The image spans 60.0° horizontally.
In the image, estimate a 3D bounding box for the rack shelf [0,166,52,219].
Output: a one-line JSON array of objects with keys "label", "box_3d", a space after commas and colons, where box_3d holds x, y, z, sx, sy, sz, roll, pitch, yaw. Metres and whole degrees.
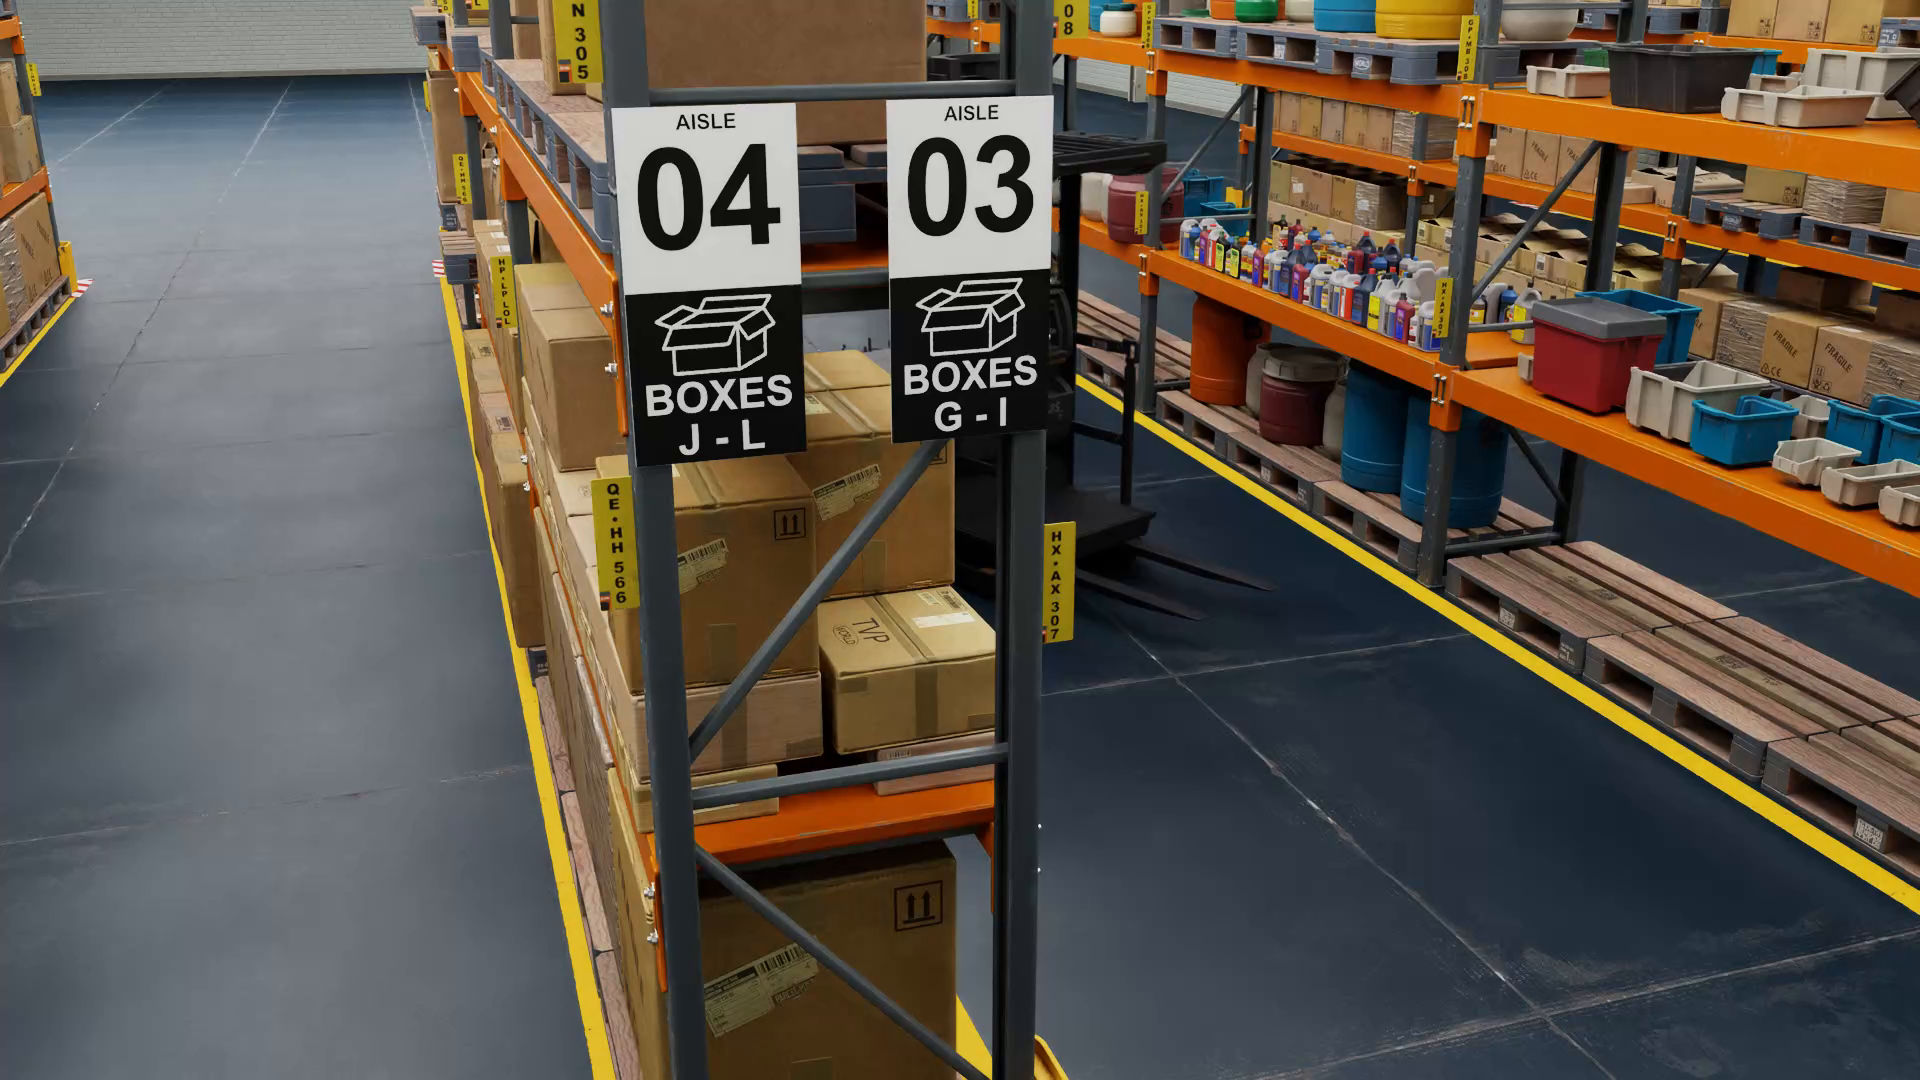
[{"label": "rack shelf", "box_3d": [-9.423, -3.046, 15.525, 1.077, 0.370, 4.000, -6, 21, -17]}]

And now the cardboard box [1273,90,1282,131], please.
[{"label": "cardboard box", "box_3d": [4.229, -5.469, 21.056, 0.700, 0.500, 0.500, -6, 21, -17]}]

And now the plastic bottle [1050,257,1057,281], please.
[{"label": "plastic bottle", "box_3d": [0.964, -2.836, 17.260, 0.097, 0.271, 0.097, 0, 20, 0]}]

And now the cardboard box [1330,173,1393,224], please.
[{"label": "cardboard box", "box_3d": [4.692, -3.993, 19.433, 0.500, 0.500, 0.500, -6, 21, -17]}]

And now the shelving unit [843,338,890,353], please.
[{"label": "shelving unit", "box_3d": [-0.584, -0.796, 11.061, 0.215, 1.050, 0.252, 11, 22, 38]}]

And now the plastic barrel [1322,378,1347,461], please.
[{"label": "plastic barrel", "box_3d": [2.693, -0.818, 11.315, 0.421, 0.512, 0.421, 0, 20, 0]}]

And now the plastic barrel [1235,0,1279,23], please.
[{"label": "plastic barrel", "box_3d": [2.020, -3.652, 11.318, 0.294, 0.245, 0.294, 0, 20, 0]}]

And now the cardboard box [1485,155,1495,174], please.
[{"label": "cardboard box", "box_3d": [5.436, -3.865, 17.111, 0.380, 0.149, 0.250, -6, 21, -17]}]

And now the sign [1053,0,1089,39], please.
[{"label": "sign", "box_3d": [0.247, -1.304, 3.763, 0.100, 0.325, 0.005, -6, 21, -17]}]

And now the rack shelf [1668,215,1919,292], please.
[{"label": "rack shelf", "box_3d": [7.238, -2.025, 12.681, 1.077, 0.370, 4.000, -6, 21, -17]}]

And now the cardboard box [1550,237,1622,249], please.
[{"label": "cardboard box", "box_3d": [6.230, -2.869, 16.583, 0.500, 0.311, 0.500, -7, 21, -18]}]

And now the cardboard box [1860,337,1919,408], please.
[{"label": "cardboard box", "box_3d": [7.135, -1.201, 12.370, 0.500, 0.500, 0.500, -6, 21, -17]}]

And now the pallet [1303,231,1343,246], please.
[{"label": "pallet", "box_3d": [4.754, -3.629, 20.207, 1.003, 0.211, 1.213, -6, 21, -17]}]

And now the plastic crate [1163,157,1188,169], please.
[{"label": "plastic crate", "box_3d": [1.688, -3.062, 14.408, 0.402, 0.464, 0.583, -6, 21, -17]}]

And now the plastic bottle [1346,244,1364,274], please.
[{"label": "plastic bottle", "box_3d": [2.718, -1.900, 11.440, 0.061, 0.283, 0.133, -6, 21, -17]}]

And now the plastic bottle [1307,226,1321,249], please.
[{"label": "plastic bottle", "box_3d": [2.590, -2.160, 12.183, 0.097, 0.271, 0.097, 0, 20, 0]}]

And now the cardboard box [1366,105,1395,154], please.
[{"label": "cardboard box", "box_3d": [5.034, -4.646, 18.768, 0.700, 0.500, 0.500, -7, 21, -18]}]

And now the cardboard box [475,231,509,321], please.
[{"label": "cardboard box", "box_3d": [-2.738, -1.651, 10.428, 0.500, 0.500, 0.500, -7, 21, -19]}]

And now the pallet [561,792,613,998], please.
[{"label": "pallet", "box_3d": [-0.987, 1.286, 6.523, 1.003, 0.211, 1.213, -6, 21, -17]}]

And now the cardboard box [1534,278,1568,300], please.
[{"label": "cardboard box", "box_3d": [5.892, -2.379, 16.048, 0.500, 0.250, 0.500, -6, 21, -16]}]

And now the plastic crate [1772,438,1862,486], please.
[{"label": "plastic crate", "box_3d": [3.693, -0.334, 7.211, 0.298, 0.136, 0.250, -6, 21, -17]}]

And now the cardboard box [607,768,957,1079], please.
[{"label": "cardboard box", "box_3d": [-0.559, 1.219, 5.109, 0.875, 0.875, 0.875, -6, 21, -17]}]

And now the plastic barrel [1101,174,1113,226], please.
[{"label": "plastic barrel", "box_3d": [1.379, -2.840, 13.722, 0.421, 0.512, 0.421, 0, 20, 0]}]

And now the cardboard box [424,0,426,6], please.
[{"label": "cardboard box", "box_3d": [-5.237, -5.516, 17.120, 0.500, 0.250, 0.500, -7, 21, -18]}]

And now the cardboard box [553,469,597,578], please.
[{"label": "cardboard box", "box_3d": [-1.173, -0.077, 5.974, 0.500, 0.250, 0.500, -6, 21, -17]}]

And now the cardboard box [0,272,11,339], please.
[{"label": "cardboard box", "box_3d": [-8.925, -2.150, 14.487, 0.875, 0.875, 0.875, -6, 21, -16]}]

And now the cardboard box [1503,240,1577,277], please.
[{"label": "cardboard box", "box_3d": [5.730, -2.804, 16.403, 0.500, 0.311, 0.500, -6, 21, -16]}]

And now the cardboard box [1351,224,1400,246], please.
[{"label": "cardboard box", "box_3d": [4.851, -3.480, 19.114, 0.500, 0.250, 0.500, -6, 21, -17]}]

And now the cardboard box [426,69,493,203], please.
[{"label": "cardboard box", "box_3d": [-3.937, -3.448, 14.070, 1.000, 1.000, 1.000, -6, 21, -17]}]

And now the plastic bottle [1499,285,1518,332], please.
[{"label": "plastic bottle", "box_3d": [3.326, -1.408, 10.091, 0.097, 0.271, 0.097, 0, 20, 0]}]

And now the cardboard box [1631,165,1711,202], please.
[{"label": "cardboard box", "box_3d": [6.512, -3.271, 15.218, 0.500, 0.311, 0.500, -7, 21, -18]}]

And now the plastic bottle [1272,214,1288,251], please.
[{"label": "plastic bottle", "box_3d": [2.438, -2.341, 12.669, 0.061, 0.283, 0.133, -6, 21, -17]}]

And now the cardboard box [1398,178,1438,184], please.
[{"label": "cardboard box", "box_3d": [5.339, -3.887, 19.139, 0.500, 0.500, 0.500, -6, 21, -17]}]

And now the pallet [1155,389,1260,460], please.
[{"label": "pallet", "box_3d": [2.193, -0.919, 12.664, 1.003, 0.211, 1.213, -6, 21, -17]}]

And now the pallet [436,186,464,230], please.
[{"label": "pallet", "box_3d": [-3.952, -2.887, 14.300, 1.003, 0.211, 1.213, -6, 21, -17]}]

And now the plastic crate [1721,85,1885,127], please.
[{"label": "plastic crate", "box_3d": [3.535, -1.838, 7.048, 0.437, 0.136, 0.530, -6, 21, -17]}]

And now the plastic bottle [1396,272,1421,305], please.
[{"label": "plastic bottle", "box_3d": [2.700, -1.449, 10.087, 0.144, 0.351, 0.185, -6, 21, -17]}]

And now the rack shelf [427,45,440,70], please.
[{"label": "rack shelf", "box_3d": [-4.682, -4.953, 16.395, 1.077, 0.370, 4.000, -6, 21, -17]}]

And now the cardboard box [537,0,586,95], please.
[{"label": "cardboard box", "box_3d": [-1.042, -1.773, 5.562, 0.700, 0.500, 0.500, -5, 20, -15]}]

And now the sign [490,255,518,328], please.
[{"label": "sign", "box_3d": [-2.051, -1.117, 7.494, 0.100, 0.325, 0.005, -6, 21, -17]}]

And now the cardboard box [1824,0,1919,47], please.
[{"label": "cardboard box", "box_3d": [7.102, -3.997, 12.523, 0.910, 0.500, 0.500, -6, 21, -17]}]

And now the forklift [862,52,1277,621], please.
[{"label": "forklift", "box_3d": [0.447, -1.205, 9.436, 1.130, 2.935, 3.031, -18, 26, -40]}]

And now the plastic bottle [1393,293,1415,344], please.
[{"label": "plastic bottle", "box_3d": [2.616, -1.303, 9.781, 0.061, 0.283, 0.133, -6, 21, -17]}]

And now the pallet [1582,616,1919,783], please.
[{"label": "pallet", "box_3d": [3.818, 0.740, 8.045, 1.003, 0.211, 1.213, -6, 21, -17]}]

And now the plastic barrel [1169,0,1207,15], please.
[{"label": "plastic barrel", "box_3d": [1.853, -4.415, 13.091, 0.600, 0.901, 0.600, 0, 20, 0]}]

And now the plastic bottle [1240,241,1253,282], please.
[{"label": "plastic bottle", "box_3d": [2.005, -1.941, 11.574, 0.097, 0.271, 0.097, 0, 20, 0]}]

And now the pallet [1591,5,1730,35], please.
[{"label": "pallet", "box_3d": [6.311, -4.537, 14.452, 1.213, 0.211, 1.003, -5, 20, -15]}]

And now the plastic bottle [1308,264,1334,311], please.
[{"label": "plastic bottle", "box_3d": [2.344, -1.627, 10.693, 0.152, 0.276, 0.135, -6, 21, -17]}]

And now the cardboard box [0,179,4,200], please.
[{"label": "cardboard box", "box_3d": [-9.174, -3.291, 14.919, 0.875, 0.550, 0.550, -6, 21, -17]}]

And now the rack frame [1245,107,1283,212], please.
[{"label": "rack frame", "box_3d": [6.612, -4.418, 13.841, 0.949, 5.616, 16.053, -6, 21, -17]}]

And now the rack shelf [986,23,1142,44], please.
[{"label": "rack shelf", "box_3d": [1.277, -4.287, 14.253, 0.919, 0.124, 3.809, -6, 21, -17]}]

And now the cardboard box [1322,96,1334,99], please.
[{"label": "cardboard box", "box_3d": [4.496, -5.283, 19.580, 0.380, 0.149, 0.250, -6, 21, -17]}]

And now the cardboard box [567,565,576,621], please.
[{"label": "cardboard box", "box_3d": [-1.187, 0.161, 5.901, 0.380, 0.149, 0.250, -6, 21, -16]}]

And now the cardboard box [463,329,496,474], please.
[{"label": "cardboard box", "box_3d": [-2.599, -0.928, 11.085, 1.225, 0.875, 0.875, -7, 21, -20]}]

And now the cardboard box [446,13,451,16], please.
[{"label": "cardboard box", "box_3d": [-3.355, -3.938, 11.618, 0.500, 0.500, 0.500, -6, 21, -17]}]
